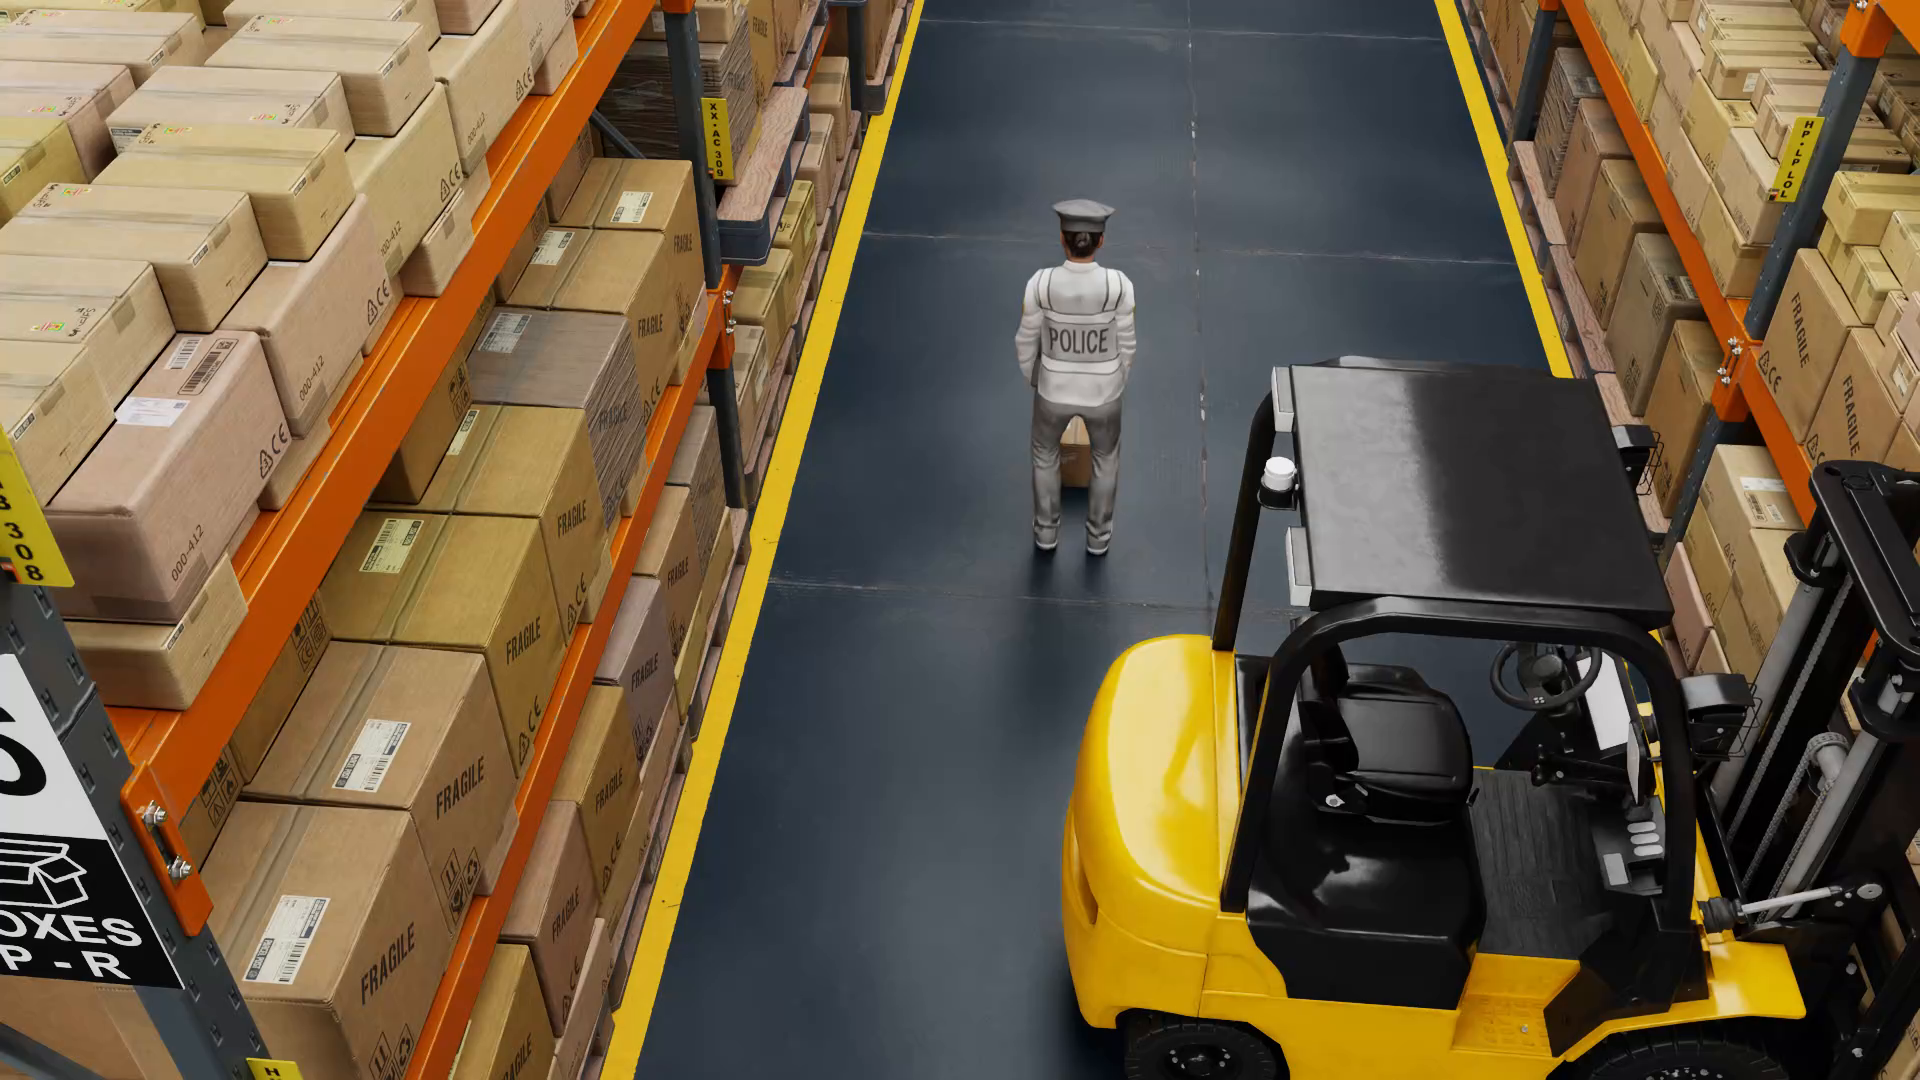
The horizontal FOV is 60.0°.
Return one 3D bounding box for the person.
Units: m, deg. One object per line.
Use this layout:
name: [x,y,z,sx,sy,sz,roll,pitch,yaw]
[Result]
person: [0.474,-0.646,6.951,0.496,1.635,0.428,4,40,5]
